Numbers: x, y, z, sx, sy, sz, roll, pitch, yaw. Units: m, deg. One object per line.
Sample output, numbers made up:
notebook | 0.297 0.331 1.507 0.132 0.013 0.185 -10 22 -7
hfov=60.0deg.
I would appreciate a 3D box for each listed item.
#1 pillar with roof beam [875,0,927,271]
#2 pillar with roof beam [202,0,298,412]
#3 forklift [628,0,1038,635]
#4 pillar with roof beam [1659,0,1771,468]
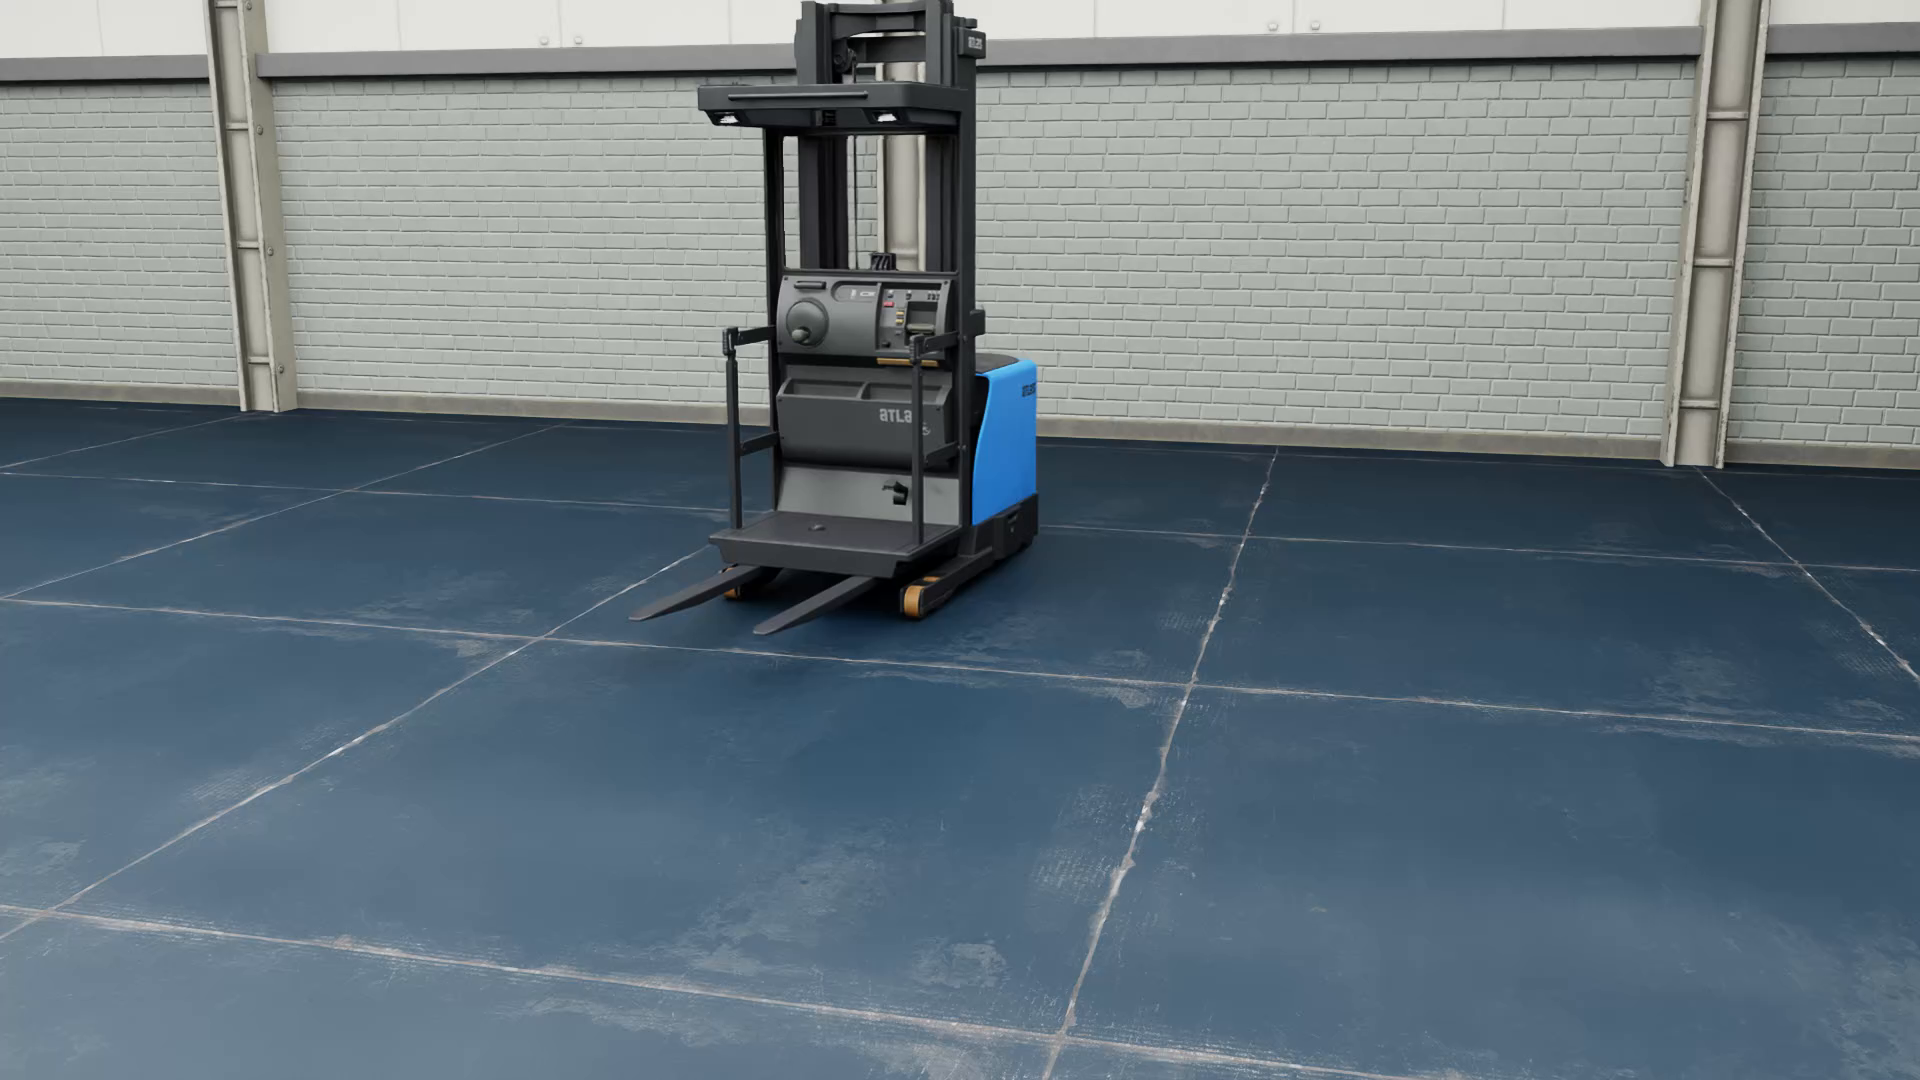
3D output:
pillar with roof beam | -1.461 -4.363 8.622 0.400 9.000 9.100 3 13 14
pillar with roof beam | -7.286 -4.674 10.026 0.400 9.000 9.100 3 13 14
forklift | -0.565 -1.152 8.159 1.130 2.935 3.031 5 13 21
pillar with roof beam | 4.364 -4.052 7.219 0.400 9.000 9.100 3 13 14
